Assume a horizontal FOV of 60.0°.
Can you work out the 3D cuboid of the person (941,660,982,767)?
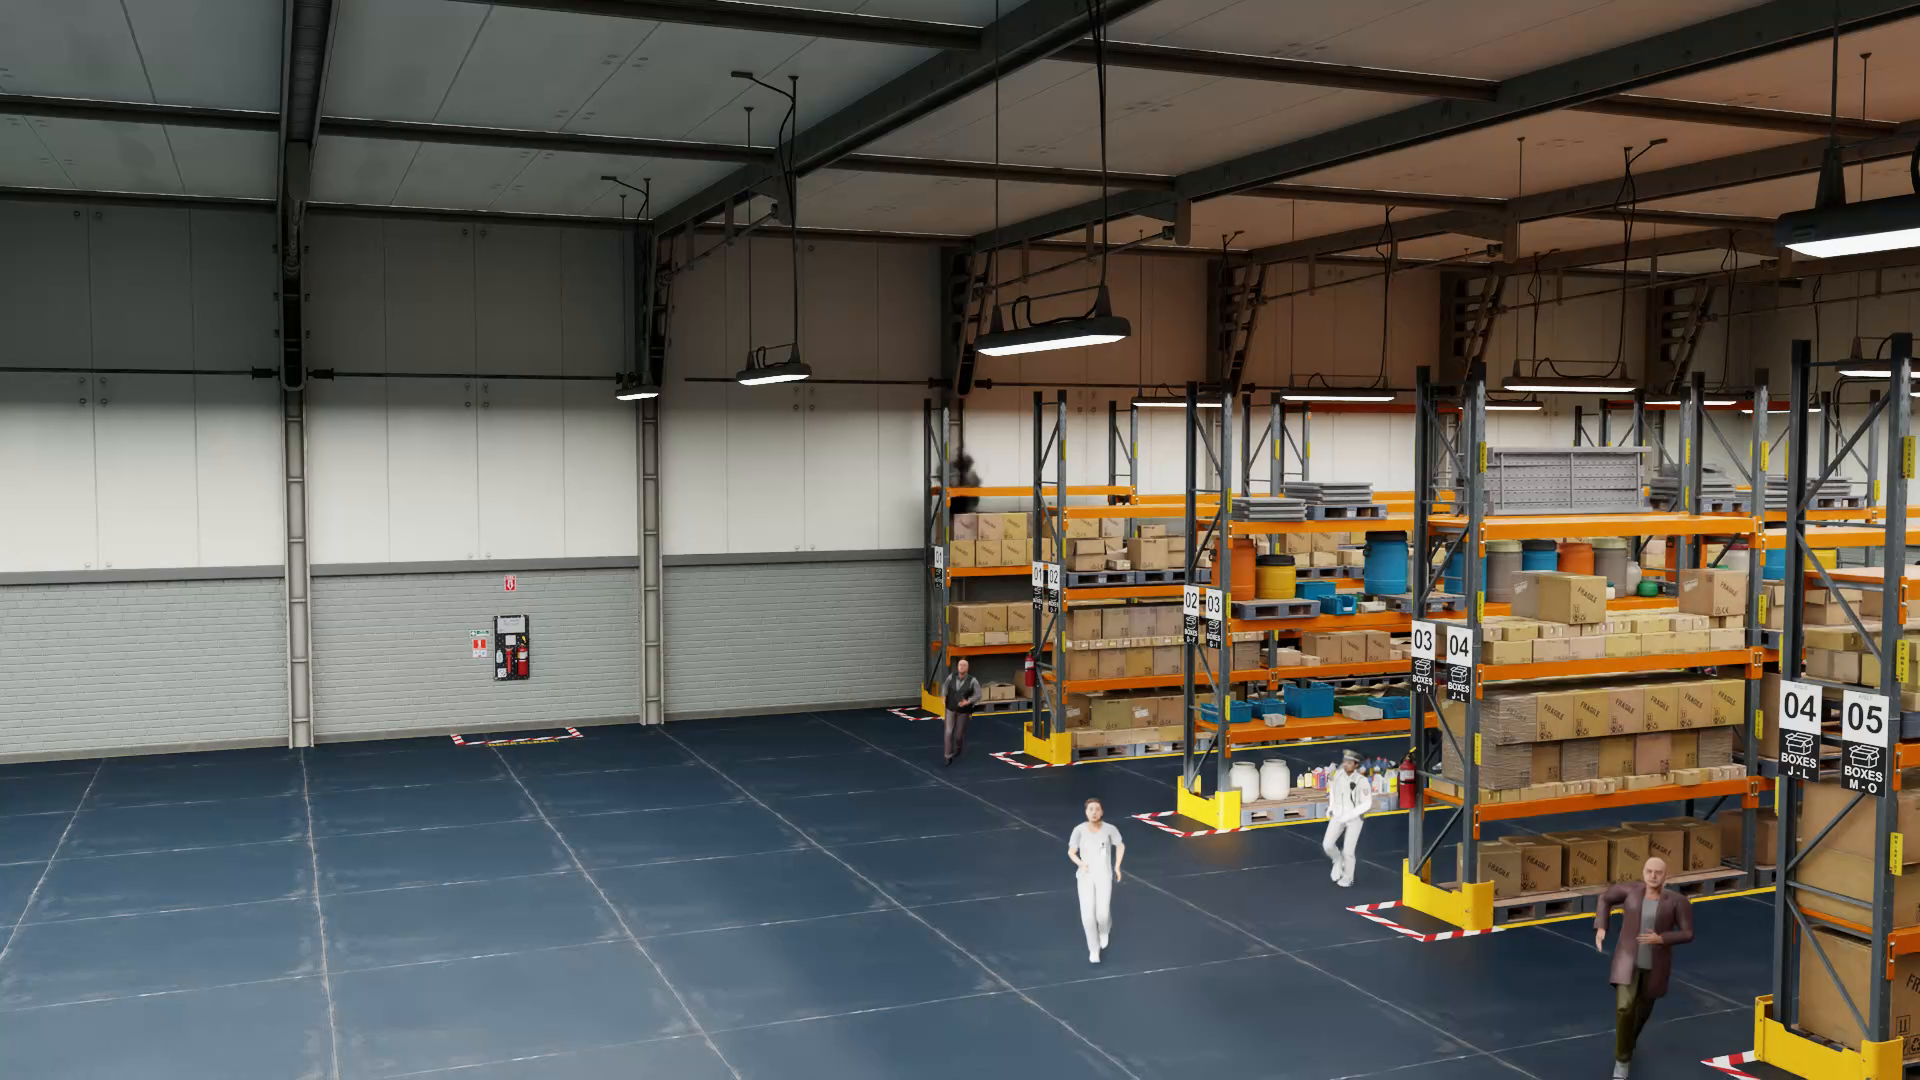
[{"bbox_3d":[0.014,2.764,26.776,0.700,1.691,0.777,1,3,15],"label":"person"}]

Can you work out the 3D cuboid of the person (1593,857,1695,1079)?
[{"bbox_3d":[5.608,3.505,13.677,0.754,1.845,0.770,1,4,17],"label":"person"}]

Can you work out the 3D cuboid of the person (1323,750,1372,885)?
[{"bbox_3d":[4.483,3.212,19.246,0.610,1.633,0.576,3,4,39],"label":"person"}]

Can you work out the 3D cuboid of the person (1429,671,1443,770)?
[{"bbox_3d":[7.643,2.844,26.281,0.539,1.572,0.554,-1,4,-23],"label":"person"}]

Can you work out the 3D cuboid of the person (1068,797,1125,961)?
[{"bbox_3d":[1.348,3.377,16.525,0.558,1.631,0.555,0,3,7],"label":"person"}]
